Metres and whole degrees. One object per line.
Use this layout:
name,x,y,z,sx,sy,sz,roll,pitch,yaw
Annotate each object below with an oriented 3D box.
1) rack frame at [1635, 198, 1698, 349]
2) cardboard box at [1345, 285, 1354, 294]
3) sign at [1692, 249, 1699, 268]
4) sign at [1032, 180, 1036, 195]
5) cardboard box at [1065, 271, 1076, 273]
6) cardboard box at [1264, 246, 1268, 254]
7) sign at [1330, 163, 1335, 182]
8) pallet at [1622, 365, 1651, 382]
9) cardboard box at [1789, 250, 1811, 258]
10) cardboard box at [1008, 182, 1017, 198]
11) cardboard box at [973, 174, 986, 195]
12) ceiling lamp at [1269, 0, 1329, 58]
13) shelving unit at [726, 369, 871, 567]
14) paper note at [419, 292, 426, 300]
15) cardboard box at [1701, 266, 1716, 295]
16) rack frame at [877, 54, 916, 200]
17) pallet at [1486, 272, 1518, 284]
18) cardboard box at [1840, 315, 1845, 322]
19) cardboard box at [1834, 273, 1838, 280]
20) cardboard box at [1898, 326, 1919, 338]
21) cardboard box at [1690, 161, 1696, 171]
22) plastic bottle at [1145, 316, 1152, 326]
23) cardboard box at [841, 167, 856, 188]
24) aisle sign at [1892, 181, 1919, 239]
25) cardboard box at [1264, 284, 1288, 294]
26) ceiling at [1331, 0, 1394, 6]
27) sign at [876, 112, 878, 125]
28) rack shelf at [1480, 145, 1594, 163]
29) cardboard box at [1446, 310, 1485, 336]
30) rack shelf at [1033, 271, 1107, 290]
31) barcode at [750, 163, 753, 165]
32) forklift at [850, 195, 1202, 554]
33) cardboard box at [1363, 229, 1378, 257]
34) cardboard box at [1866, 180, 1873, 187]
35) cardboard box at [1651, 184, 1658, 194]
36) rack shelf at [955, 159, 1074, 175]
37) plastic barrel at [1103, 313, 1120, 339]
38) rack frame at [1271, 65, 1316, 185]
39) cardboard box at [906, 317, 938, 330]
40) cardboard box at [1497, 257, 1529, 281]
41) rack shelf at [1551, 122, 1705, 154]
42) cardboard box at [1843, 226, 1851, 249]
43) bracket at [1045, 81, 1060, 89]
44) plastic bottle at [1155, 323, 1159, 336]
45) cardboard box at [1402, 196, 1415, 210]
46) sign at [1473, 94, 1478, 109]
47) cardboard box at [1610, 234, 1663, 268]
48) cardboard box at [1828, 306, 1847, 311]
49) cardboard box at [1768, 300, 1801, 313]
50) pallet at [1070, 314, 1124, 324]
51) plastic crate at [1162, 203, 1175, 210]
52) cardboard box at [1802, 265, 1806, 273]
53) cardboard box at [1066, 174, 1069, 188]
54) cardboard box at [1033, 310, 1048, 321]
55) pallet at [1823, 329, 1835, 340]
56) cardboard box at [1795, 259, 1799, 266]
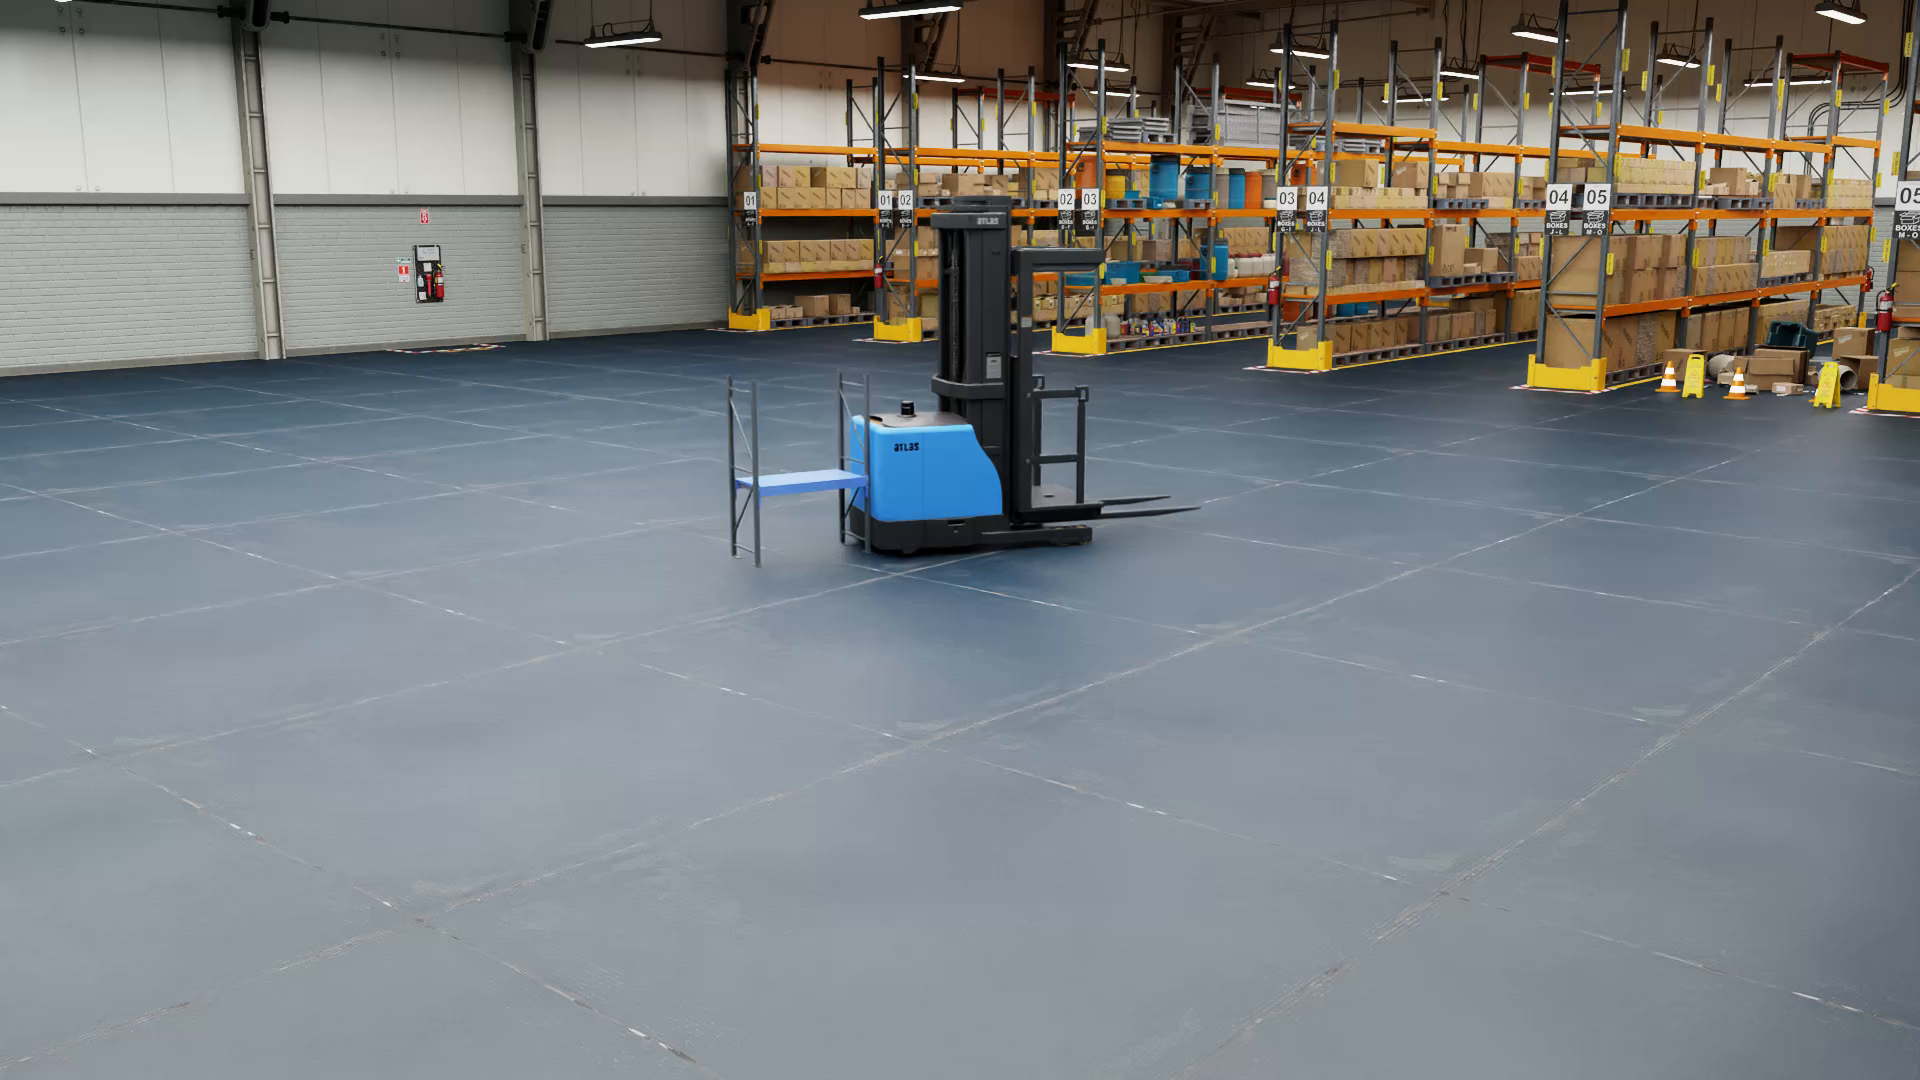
rack frame,12.385,-4.512,29.393,1.000,3.000,0.127,10,15,40
cardboard box,6.958,-4.576,30.356,0.380,0.149,0.250,10,15,40
sign,12.803,-4.904,28.943,0.100,0.325,0.005,10,15,40
sign,1.705,-8.141,38.384,0.100,0.325,0.005,10,15,40
cardboard box,2.485,-6.761,40.396,0.500,0.500,0.500,10,15,40
cardboard box,8.444,-8.014,46.669,0.500,0.500,0.500,10,15,41
sign,6.494,-6.409,29.002,0.100,0.325,0.005,10,15,40
pallet,11.020,-2.863,28.254,1.003,0.211,1.213,10,15,40
cardboard box,17.548,-5.979,34.790,0.380,0.149,0.250,11,16,43
cardboard box,1.167,-9.657,46.115,0.700,0.500,0.500,11,16,43
cardboard box,0.106,-8.020,37.604,0.637,0.503,0.797,-10,15,-41
ceiling lamp,7.019,-11.231,32.815,0.800,3.185,2.000,10,15,40
shelving unit,-1.320,-0.612,13.698,1.048,1.500,0.538,-7,13,-32
paper note,-11.053,-5.025,34.212,0.016,0.148,0.142,10,15,40
cardboard box,13.267,-4.678,29.969,0.500,0.500,0.500,10,15,41
rack frame,-1.353,-8.803,35.560,1.000,3.000,0.127,10,15,40
pallet,10.976,-5.544,35.050,1.213,0.211,1.003,10,15,40
cardboard box,19.499,-4.962,37.095,0.380,0.149,0.250,10,15,41
cardboard box,18.932,-5.765,36.309,0.380,0.149,0.250,11,15,43
cardboard box,14.055,-3.056,24.481,0.380,0.149,0.250,10,15,42
cardboard box,12.383,-6.411,28.519,0.380,0.149,0.250,10,15,40
plastic bottle,4.037,-4.633,35.636,0.144,0.351,0.185,9,14,38
cardboard box,-2.919,-8.919,40.937,0.500,0.500,0.500,11,16,43
aisle sign,13.271,-4.602,23.205,0.394,0.787,0.004,10,15,40
cardboard box,9.035,-7.093,47.575,0.500,0.500,0.500,10,15,40
ceiling,12.015,-15.790,47.566,6.000,0.001,6.000,10,15,40
sign,-2.041,-10.456,41.246,0.100,0.325,0.005,10,15,40
rack shelf,12.687,-8.444,36.620,1.077,0.370,4.000,10,15,40
cardboard box,10.583,-4.562,34.903,0.700,0.500,0.500,8,14,36
rack shelf,2.608,-6.391,40.638,1.077,0.370,4.000,10,15,40
barcode,-4.983,-8.975,39.738,0.001,0.075,0.075,10,15,40
forklift,0.612,-1.471,14.344,3.031,2.935,1.130,-4,12,-19
cardboard box,7.318,-5.457,30.557,0.500,0.500,0.500,10,15,40
cardboard box,20.308,-8.029,37.431,0.380,0.149,0.250,10,15,40
cardboard box,11.213,-5.759,27.289,0.380,0.149,0.250,10,15,41
rack shelf,1.525,-10.365,46.240,1.077,0.370,4.000,10,15,40
plastic barrel,3.073,-4.387,34.044,0.421,0.512,0.421,0,11,0
rack frame,7.646,-9.339,38.244,1.000,3.000,0.127,10,15,40
cardboard box,-0.832,-4.769,36.627,0.500,0.250,0.500,10,15,40
cardboard box,11.892,-5.842,35.797,0.500,0.500,0.500,10,15,42
rack shelf,11.065,-6.611,27.442,1.077,0.370,4.000,10,15,40
cardboard box,19.174,-6.633,36.444,0.500,0.500,0.500,9,14,38
bracket,2.650,-13.082,47.791,0.235,0.232,0.430,10,15,40
plastic bottle,4.089,-4.390,34.622,0.097,0.271,0.097,0,11,0
cardboard box,8.269,-6.389,31.517,0.500,0.250,0.500,10,15,42
sign,10.948,-9.306,35.287,0.100,0.325,0.005,10,15,40
cardboard box,11.381,-4.908,28.234,0.875,0.550,0.550,10,15,40
cardboard box,19.645,-5.153,37.288,0.380,0.149,0.250,9,14,38
cardboard box,17.015,-4.821,34.334,0.500,0.250,0.500,11,16,43
pallet,3.355,-5.555,41.732,1.003,0.211,1.213,10,15,40
plastic crate,4.250,-6.862,34.173,0.243,0.136,0.396,10,15,40
cardboard box,17.382,-5.650,34.657,0.380,0.149,0.250,10,15,41
cardboard box,3.131,-10.420,48.453,0.500,0.500,0.500,10,15,40
cardboard box,1.740,-5.335,39.459,0.500,0.250,0.500,9,15,39
pallet,18.888,-4.605,36.980,1.003,0.211,1.213,10,15,40
cardboard box,17.036,-5.718,34.240,0.380,0.149,0.250,9,14,39
